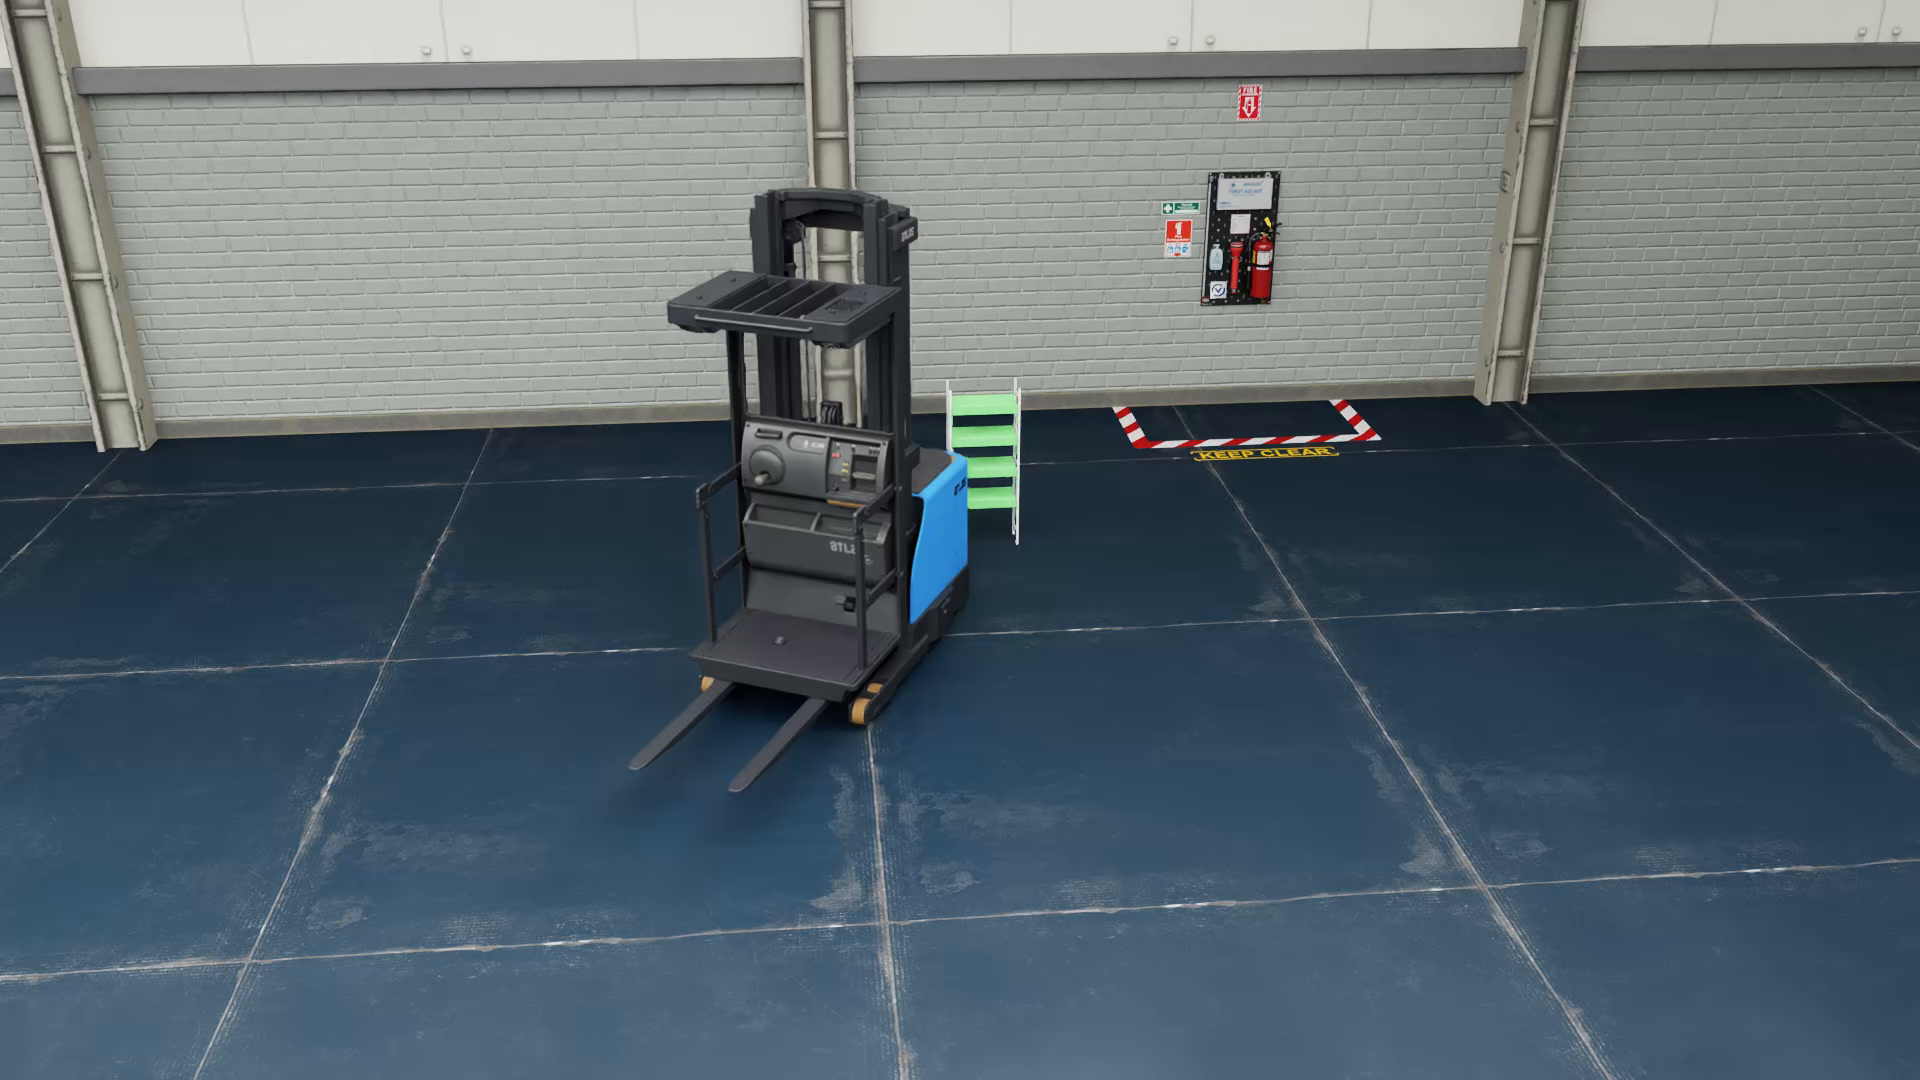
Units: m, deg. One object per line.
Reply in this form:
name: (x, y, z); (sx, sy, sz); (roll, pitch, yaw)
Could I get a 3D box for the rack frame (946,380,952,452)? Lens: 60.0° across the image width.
rack frame: (-0.078, -0.545, 11.999); (0.015, 1.200, 0.240); (-2, 24, -5)

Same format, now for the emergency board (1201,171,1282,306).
emergency board: (2.448, -2.573, 14.345); (0.643, 1.169, 0.194); (-2, 24, -5)

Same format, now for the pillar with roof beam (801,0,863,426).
pillar with roof beam: (-0.637, -3.418, 8.860); (0.400, 9.000, 9.100); (-2, 24, -5)

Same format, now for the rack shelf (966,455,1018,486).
rack shelf: (0.165, -0.496, 12.047); (0.480, 0.148, 0.258); (-2, 24, -5)

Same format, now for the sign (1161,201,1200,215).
sign: (1.893, -2.847, 14.267); (0.331, 0.109, 0.001); (-2, 24, -5)

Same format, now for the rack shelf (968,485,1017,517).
rack shelf: (0.165, -0.277, 12.145); (0.480, 0.148, 0.258); (-2, 24, -5)

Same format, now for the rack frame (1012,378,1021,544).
rack frame: (0.408, -0.565, 12.043); (0.015, 1.200, 0.240); (-2, 24, -5)

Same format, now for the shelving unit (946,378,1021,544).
shelving unit: (0.165, -0.555, 12.021); (0.503, 1.200, 0.258); (-2, 24, -5)

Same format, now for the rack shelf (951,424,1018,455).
rack shelf: (0.165, -0.716, 11.950); (0.480, 0.148, 0.258); (-2, 24, -5)

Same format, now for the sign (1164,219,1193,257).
sign: (1.888, -2.609, 14.382); (0.234, 0.329, 0.001); (-2, 24, -5)

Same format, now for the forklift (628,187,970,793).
forklift: (-0.934, -0.435, 9.621); (1.130, 2.935, 3.031); (9, 25, 19)

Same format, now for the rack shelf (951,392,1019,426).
rack shelf: (0.165, -0.935, 11.852); (0.480, 0.148, 0.258); (-2, 24, -5)

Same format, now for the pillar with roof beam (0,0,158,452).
pillar with roof beam: (-6.608, -3.178, 8.321); (0.400, 9.000, 9.100); (-2, 24, -5)

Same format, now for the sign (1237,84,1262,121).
sign: (2.430, -3.672, 13.964); (0.199, 0.298, 0.001); (-2, 24, -5)

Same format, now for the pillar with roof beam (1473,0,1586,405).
pillar with roof beam: (5.334, -3.657, 9.399); (0.400, 9.000, 9.100); (-2, 24, -5)

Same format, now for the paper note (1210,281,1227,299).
paper note: (2.265, -2.191, 14.571); (0.142, 0.148, 0.016); (-2, 24, -5)
